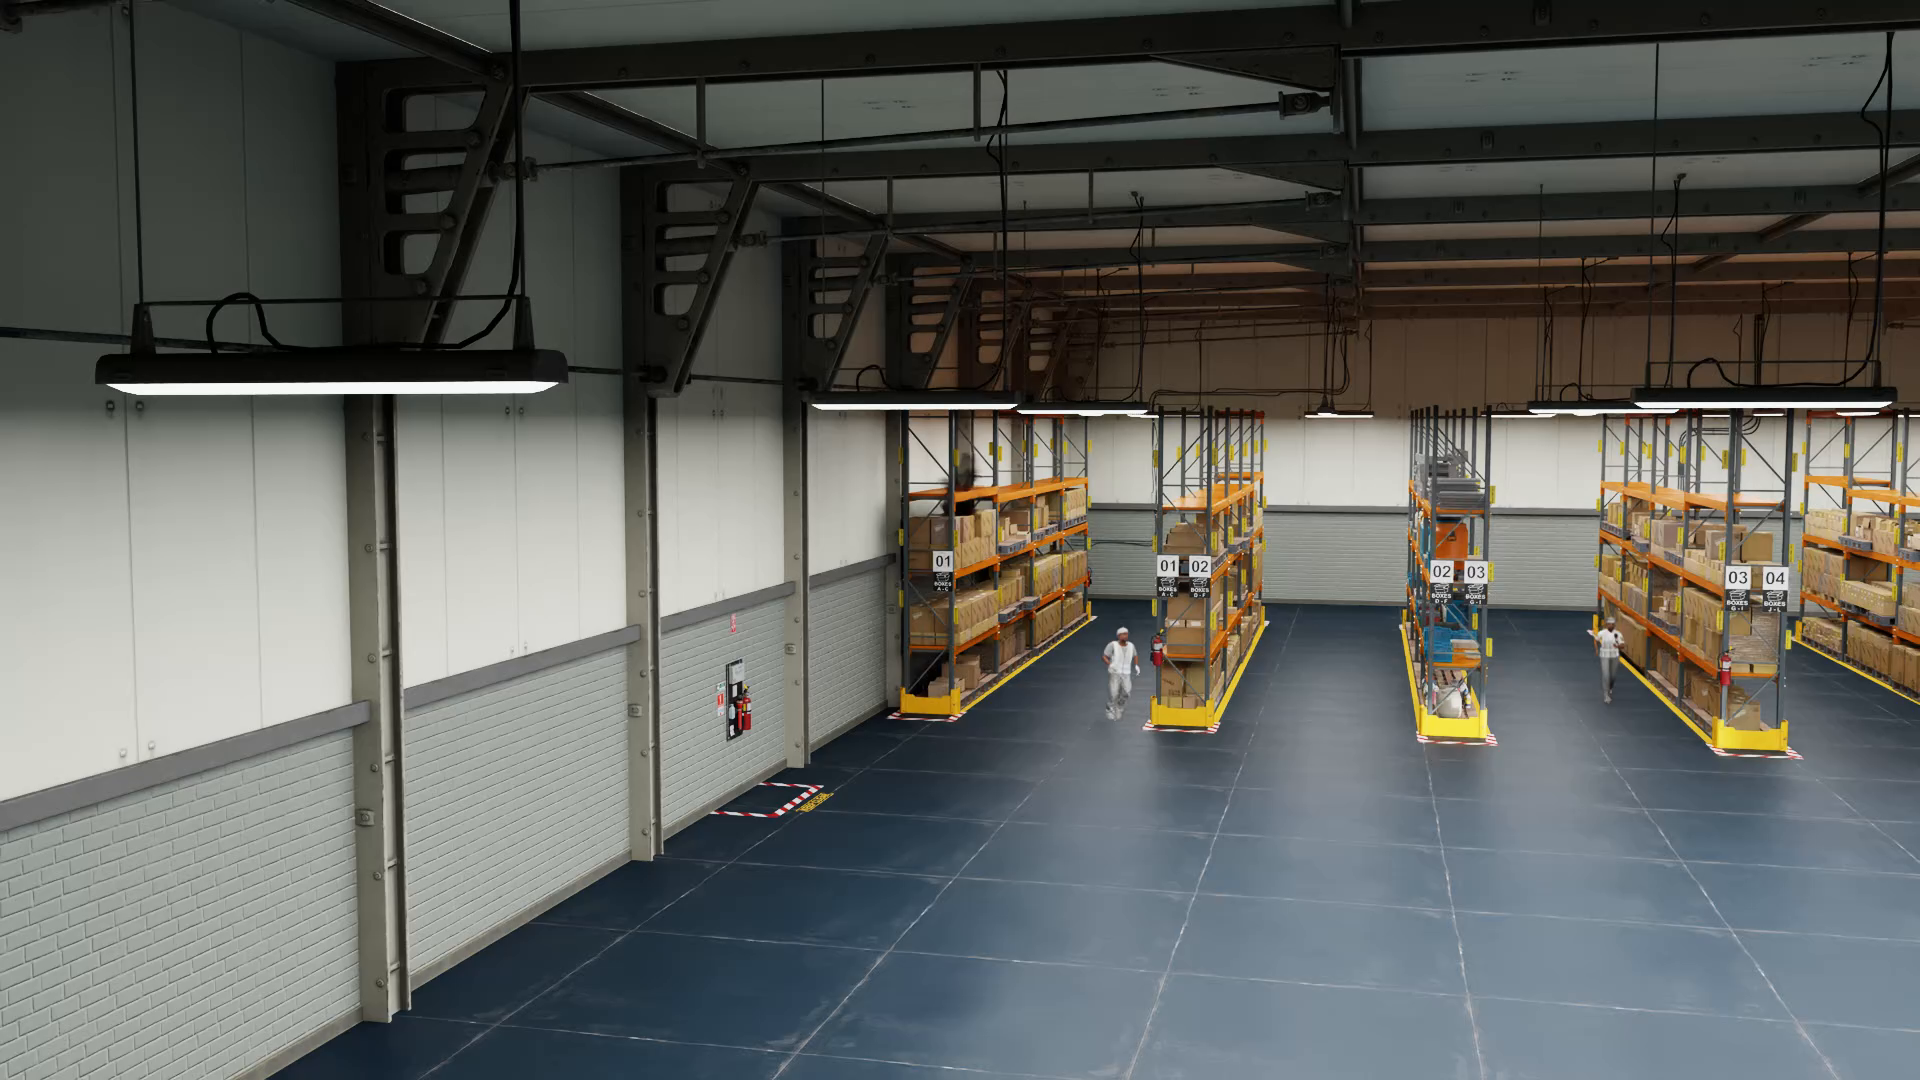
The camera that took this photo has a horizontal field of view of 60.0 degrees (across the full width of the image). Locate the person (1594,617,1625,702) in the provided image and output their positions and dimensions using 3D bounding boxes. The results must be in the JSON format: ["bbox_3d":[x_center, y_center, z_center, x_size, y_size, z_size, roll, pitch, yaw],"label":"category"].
[{"bbox_3d":[13.292,2.414,34.031,0.570,1.698,0.929,1,4,13],"label":"person"}]

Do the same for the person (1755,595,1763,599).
[{"bbox_3d":[21.067,1.756,44.321,0.566,1.617,0.694,-1,4,-11],"label":"person"}]

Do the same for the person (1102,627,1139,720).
[{"bbox_3d":[3.033,2.510,31.115,0.762,1.727,0.563,-1,4,-14],"label":"person"}]
